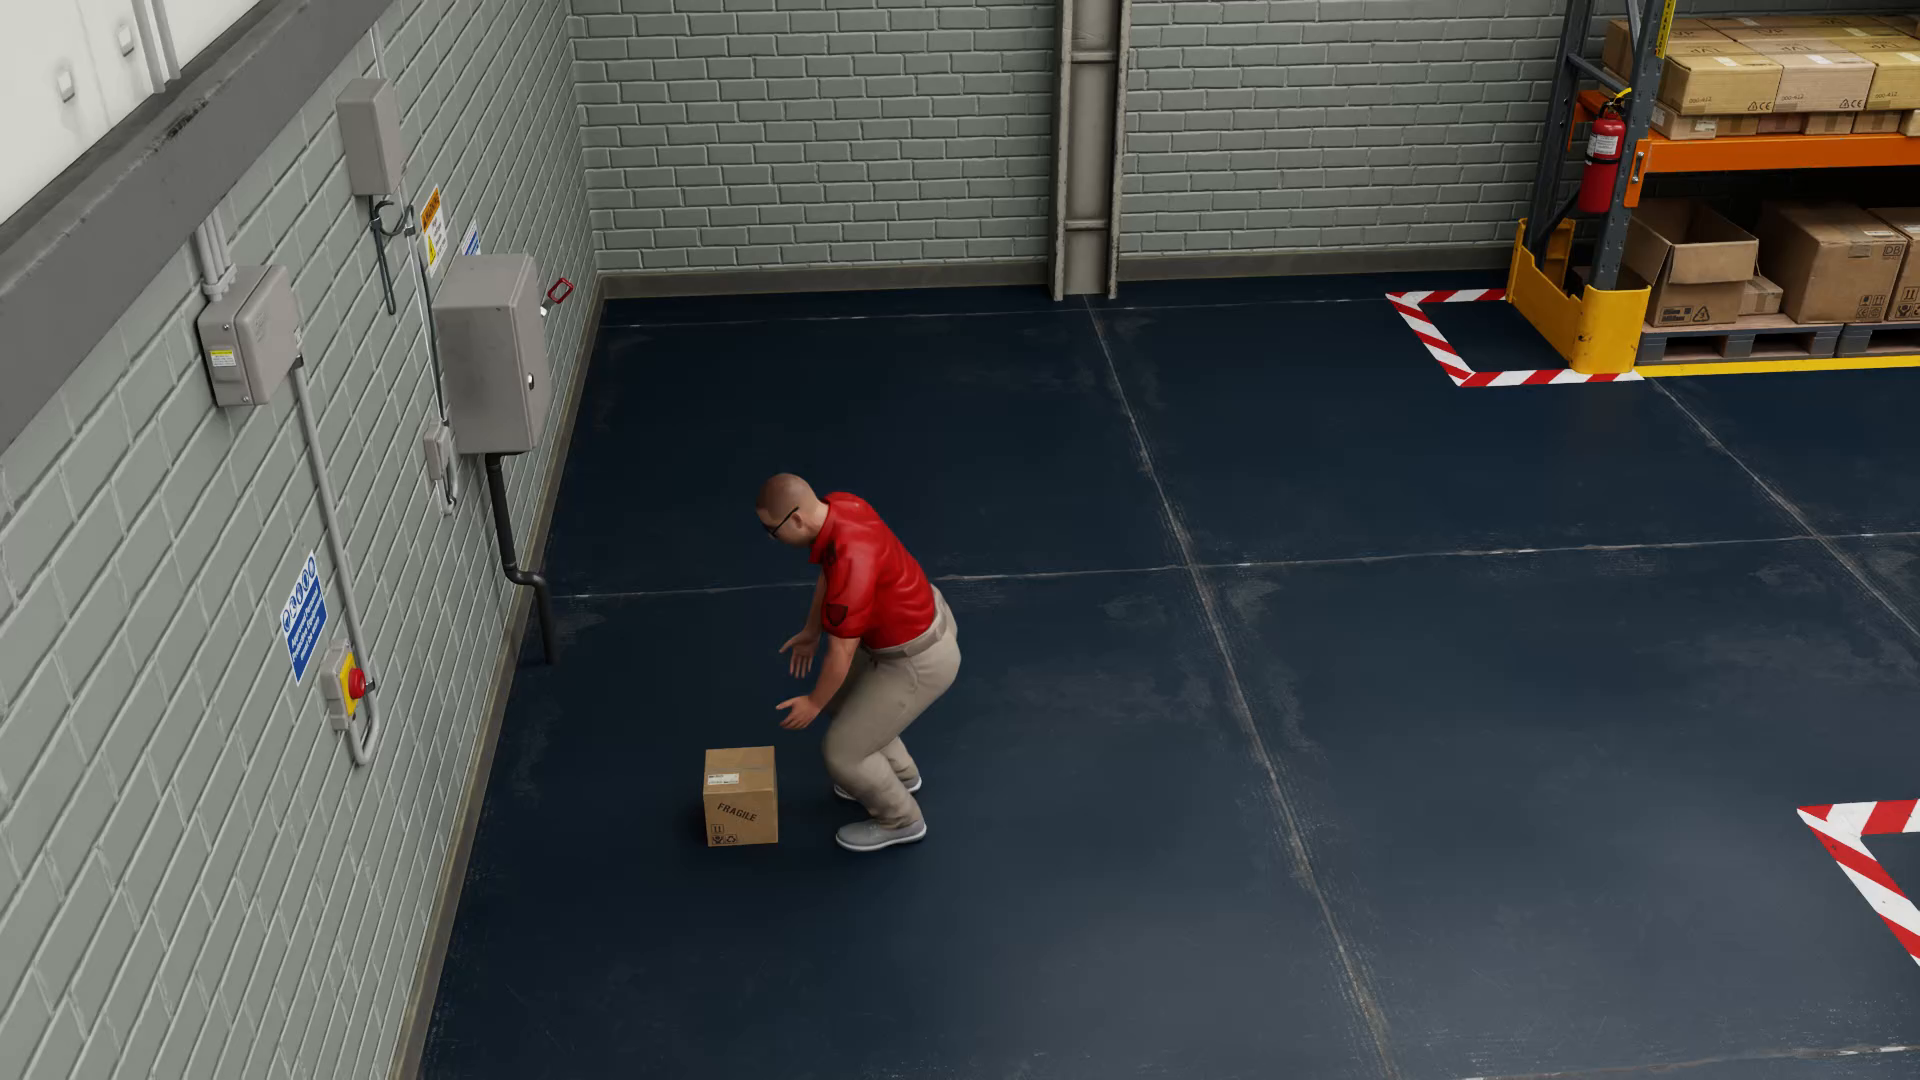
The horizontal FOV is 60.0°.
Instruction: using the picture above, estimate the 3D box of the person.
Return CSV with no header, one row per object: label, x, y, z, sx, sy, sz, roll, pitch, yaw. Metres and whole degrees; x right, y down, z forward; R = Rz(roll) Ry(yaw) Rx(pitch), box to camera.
person,-0.330,0.409,5.731,0.666,1.466,0.588,-3,31,-4
